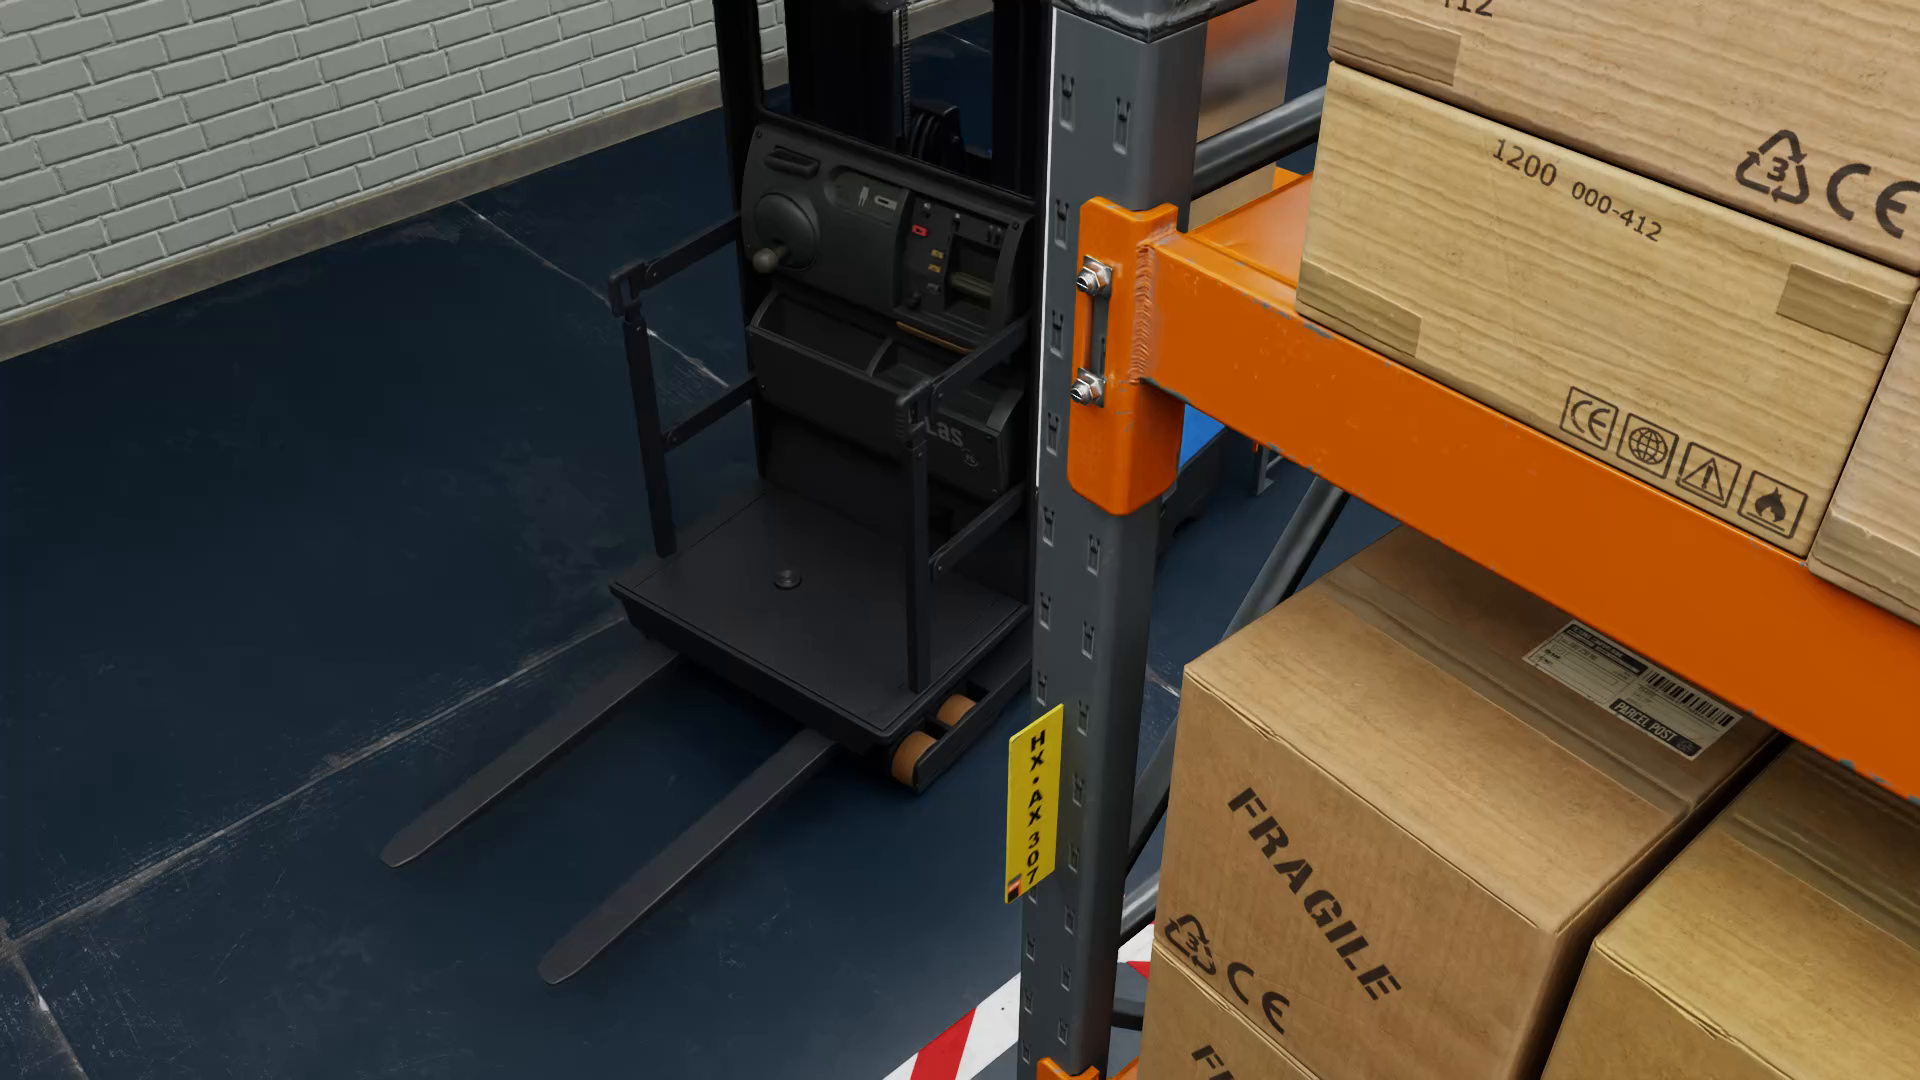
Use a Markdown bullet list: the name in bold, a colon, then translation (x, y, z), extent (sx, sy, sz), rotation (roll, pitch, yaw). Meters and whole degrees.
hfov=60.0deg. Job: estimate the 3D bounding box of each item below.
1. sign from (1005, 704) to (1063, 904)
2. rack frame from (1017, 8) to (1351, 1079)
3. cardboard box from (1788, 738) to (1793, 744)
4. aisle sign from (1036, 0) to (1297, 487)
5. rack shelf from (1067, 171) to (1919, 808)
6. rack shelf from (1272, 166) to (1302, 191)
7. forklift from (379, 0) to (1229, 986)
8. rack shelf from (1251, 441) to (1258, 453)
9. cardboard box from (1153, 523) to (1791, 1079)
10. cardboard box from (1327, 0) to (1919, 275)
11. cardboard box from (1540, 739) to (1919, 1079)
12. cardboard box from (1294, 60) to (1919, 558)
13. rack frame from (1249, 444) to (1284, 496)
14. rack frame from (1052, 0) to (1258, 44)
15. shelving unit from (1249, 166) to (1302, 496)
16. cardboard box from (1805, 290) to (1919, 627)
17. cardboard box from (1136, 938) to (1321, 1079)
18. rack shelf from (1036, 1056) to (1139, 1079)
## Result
- **sign**: translation (0.101, 0.358, 2.231), extent (0.100, 0.325, 0.005), rotation (-30, 48, -32)
- **rack frame**: translation (0.500, 0.464, 2.788), extent (1.000, 3.000, 0.127), rotation (-30, 48, -32)
- **cardboard box**: translation (1.004, 0.125, 2.333), extent (0.500, 0.500, 0.500), rotation (-30, 48, -32)
- **aisle sign**: translation (0.238, -0.454, 1.856), extent (0.394, 0.787, 0.004), rotation (-30, 48, -32)
- **rack shelf**: translation (1.853, 0.502, 0.926), extent (1.077, 0.370, 4.000), rotation (-30, 48, -32)
- **rack shelf**: translation (0.833, -1.156, 5.821), extent (1.000, 0.278, 0.538), rotation (29, 47, 31)
- **forklift**: translation (-0.351, -0.767, 4.366), extent (1.130, 2.935, 3.031), rotation (25, 45, 28)
- **rack shelf**: translation (0.833, -0.739, 6.158), extent (1.000, 0.278, 0.538), rotation (29, 47, 31)
- **cardboard box**: translation (0.606, 0.353, 2.050), extent (0.500, 0.500, 0.500), rotation (-28, 47, -31)
- **cardboard box**: translation (0.656, -0.491, 1.305), extent (0.500, 0.250, 0.500), rotation (-30, 48, -32)
- **cardboard box**: translation (0.965, 0.592, 1.754), extent (0.500, 0.500, 0.500), rotation (-29, 47, -31)
- **cardboard box**: translation (0.661, -0.299, 1.465), extent (0.500, 0.250, 0.500), rotation (-30, 48, -32)
- **rack frame**: translation (1.214, -0.718, 5.743), extent (0.032, 1.125, 0.500), rotation (29, 47, 31)
- **rack frame**: translation (0.500, -1.870, 0.904), extent (1.000, 3.000, 0.127), rotation (-30, 48, -32)
- **shelving unit**: translation (0.833, -0.929, 6.005), extent (1.048, 1.125, 0.538), rotation (29, 47, 31)
- **cardboard box**: translation (0.989, -0.062, 1.172), extent (0.500, 0.250, 0.500), rotation (-30, 48, -32)
- **cardboard box**: translation (0.606, 0.742, 2.364), extent (0.500, 0.500, 0.500), rotation (-29, 47, -31)
- **rack shelf**: translation (1.853, 1.669, 1.868), extent (1.077, 0.370, 4.000), rotation (-30, 48, -32)
